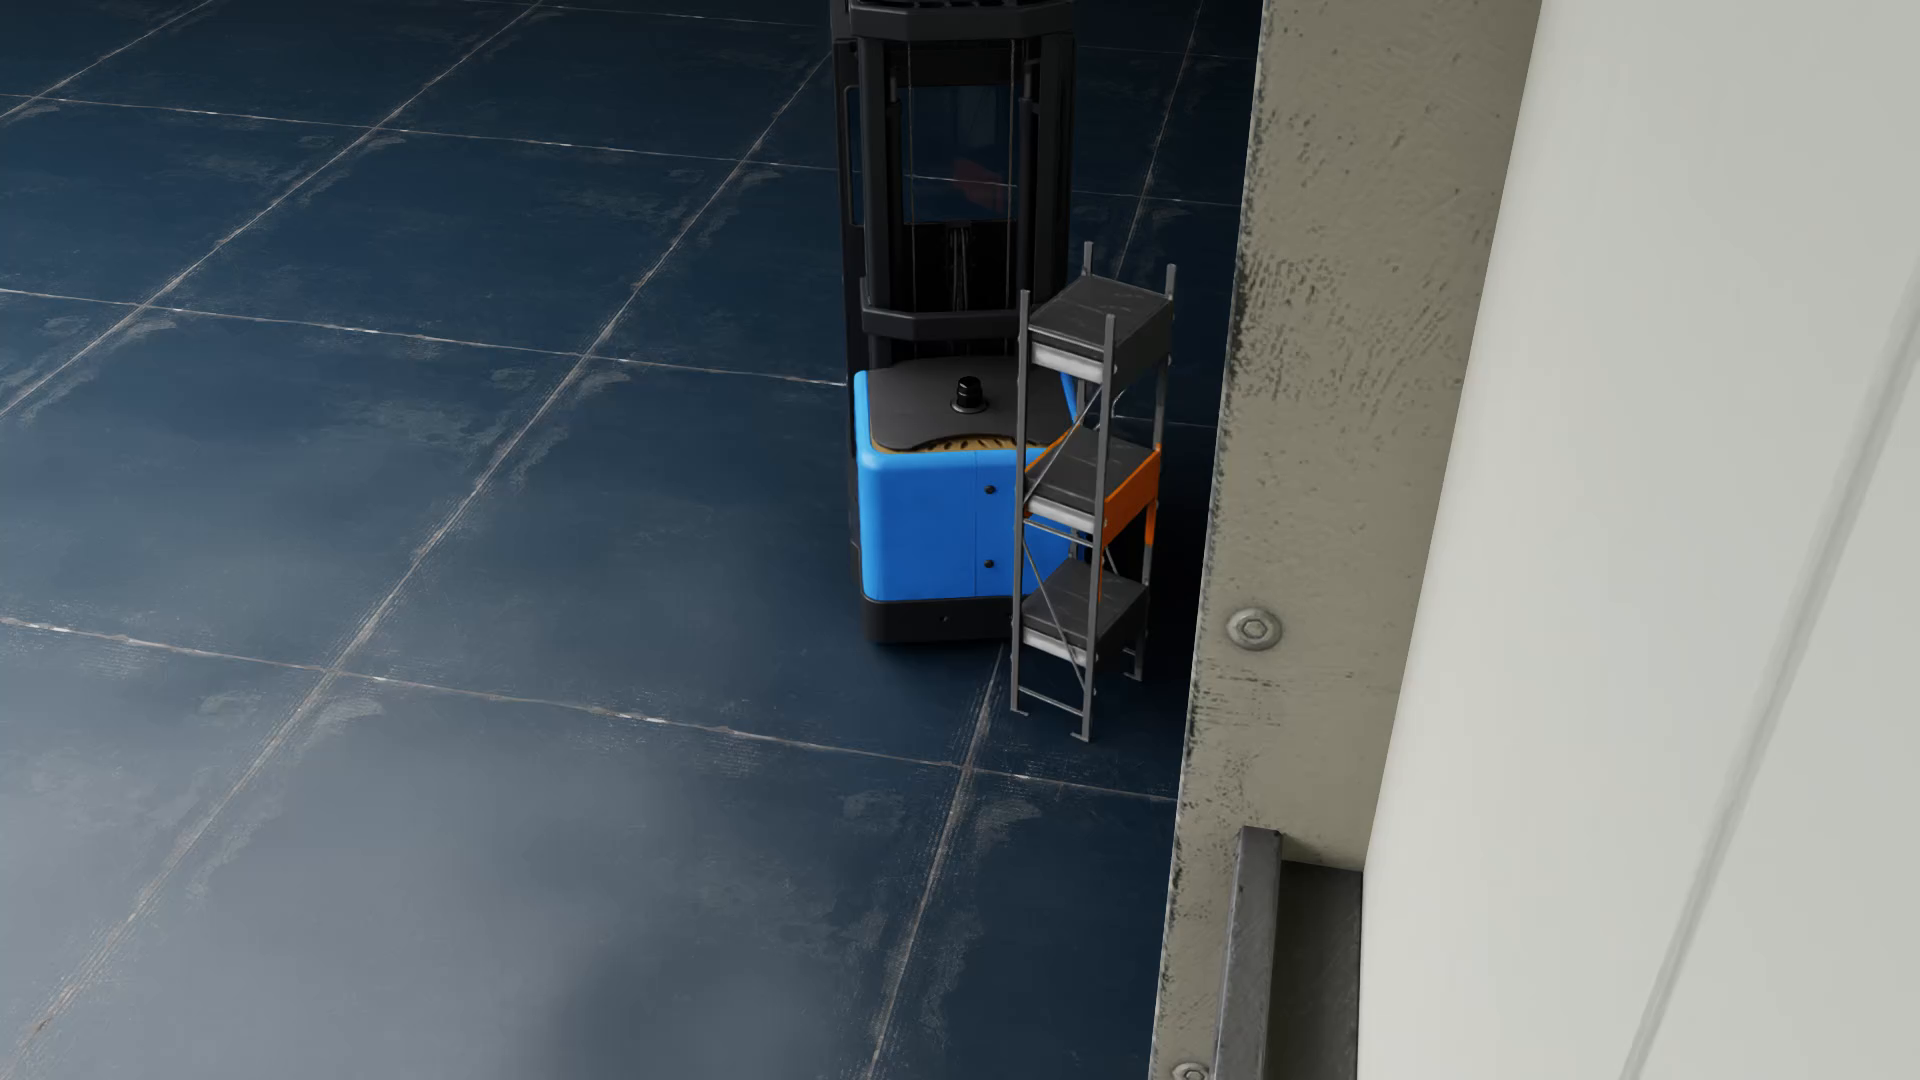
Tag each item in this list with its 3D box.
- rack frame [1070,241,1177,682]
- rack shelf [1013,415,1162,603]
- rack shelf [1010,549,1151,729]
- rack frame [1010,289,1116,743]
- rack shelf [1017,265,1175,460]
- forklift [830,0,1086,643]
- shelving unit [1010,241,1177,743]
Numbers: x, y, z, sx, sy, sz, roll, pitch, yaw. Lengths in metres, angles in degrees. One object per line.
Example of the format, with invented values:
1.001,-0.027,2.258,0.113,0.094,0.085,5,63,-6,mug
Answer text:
0.663,-0.267,7.098,0.400,2.100,0.015,21,41,26,rack frame
0.531,-0.135,6.940,0.431,0.518,0.480,21,41,26,rack shelf
0.531,0.431,7.351,0.431,0.518,0.480,21,41,26,rack shelf
0.398,-0.026,6.766,0.400,2.100,0.015,21,41,26,rack frame
0.531,-0.702,6.528,0.431,0.518,0.480,21,41,26,rack shelf
-0.044,-1.552,8.164,1.130,2.935,3.031,-3,36,-4,forklift
0.531,-0.146,6.932,0.431,2.100,0.503,21,41,26,shelving unit
